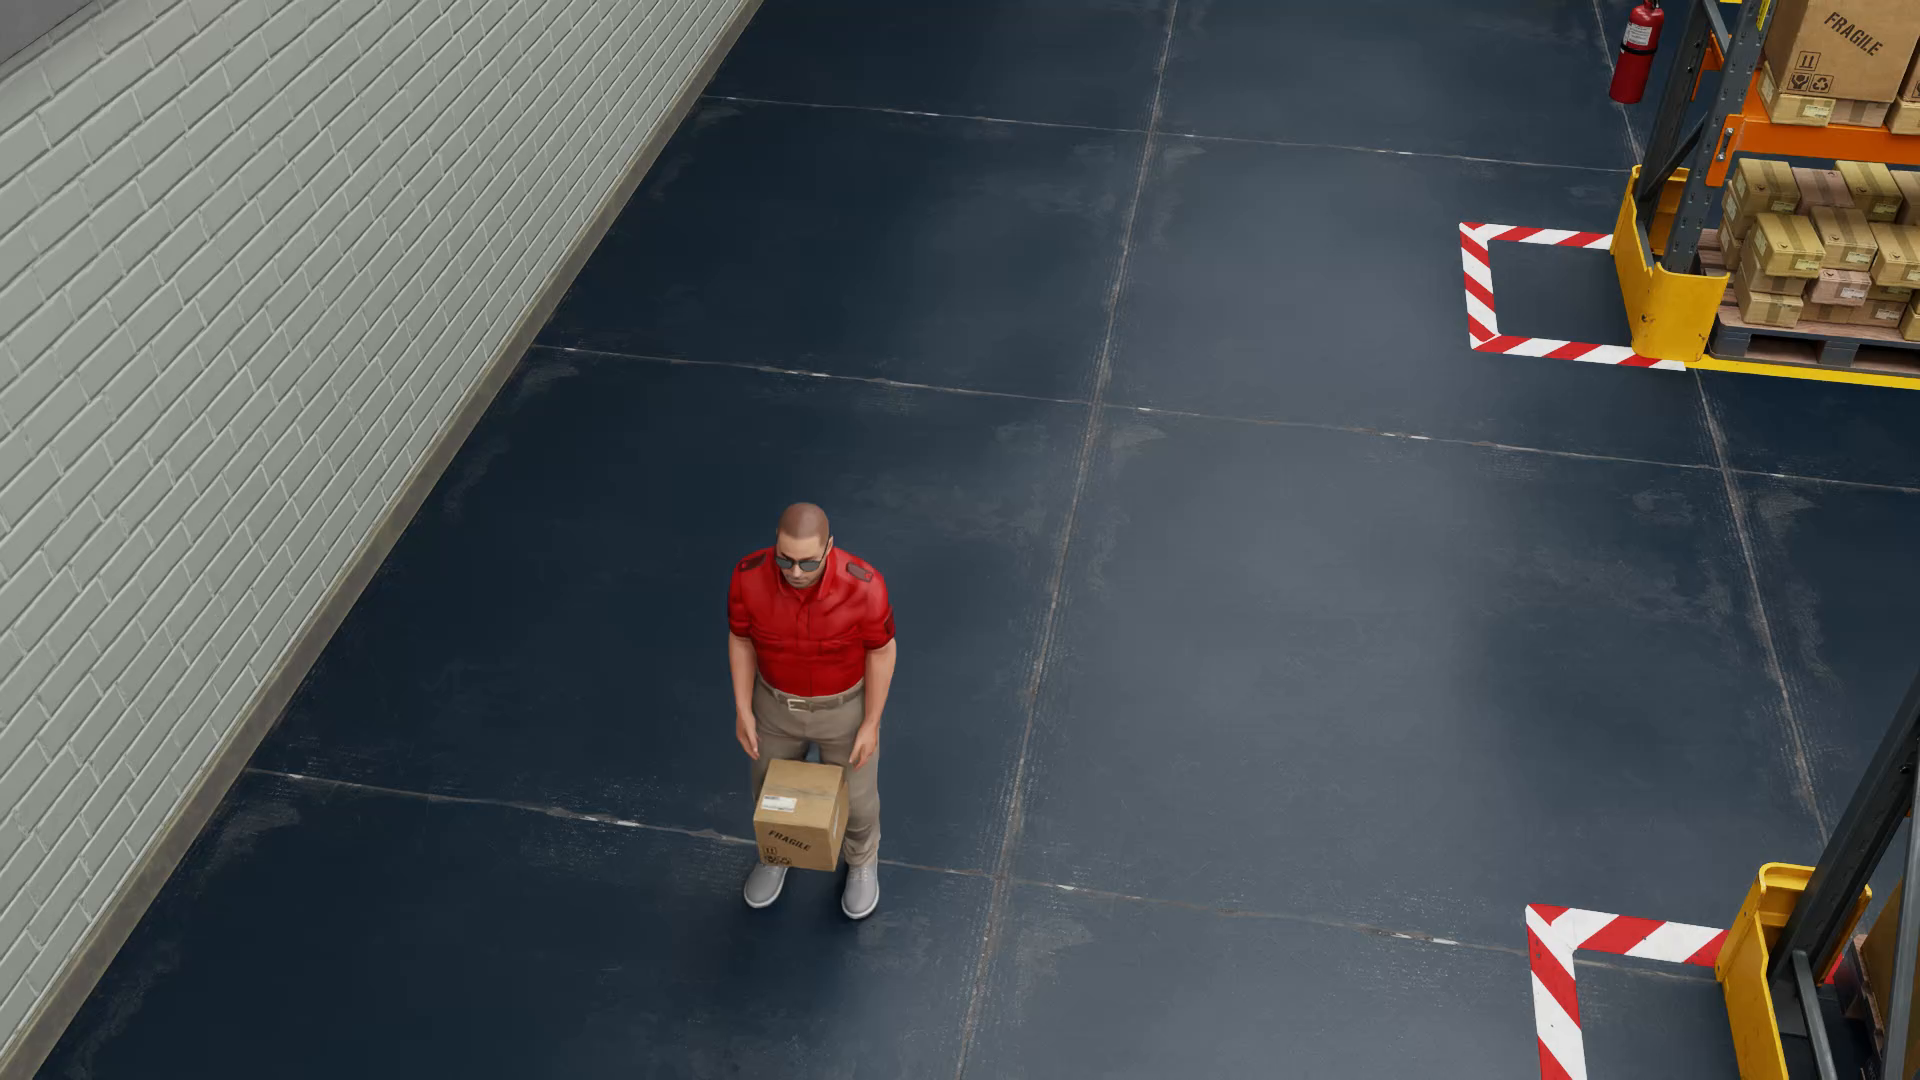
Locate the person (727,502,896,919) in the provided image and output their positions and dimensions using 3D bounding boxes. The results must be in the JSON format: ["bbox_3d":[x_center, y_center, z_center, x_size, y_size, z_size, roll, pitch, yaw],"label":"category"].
[{"bbox_3d":[-0.485,0.560,5.503,0.554,1.732,0.393,6,41,7],"label":"person"}]
